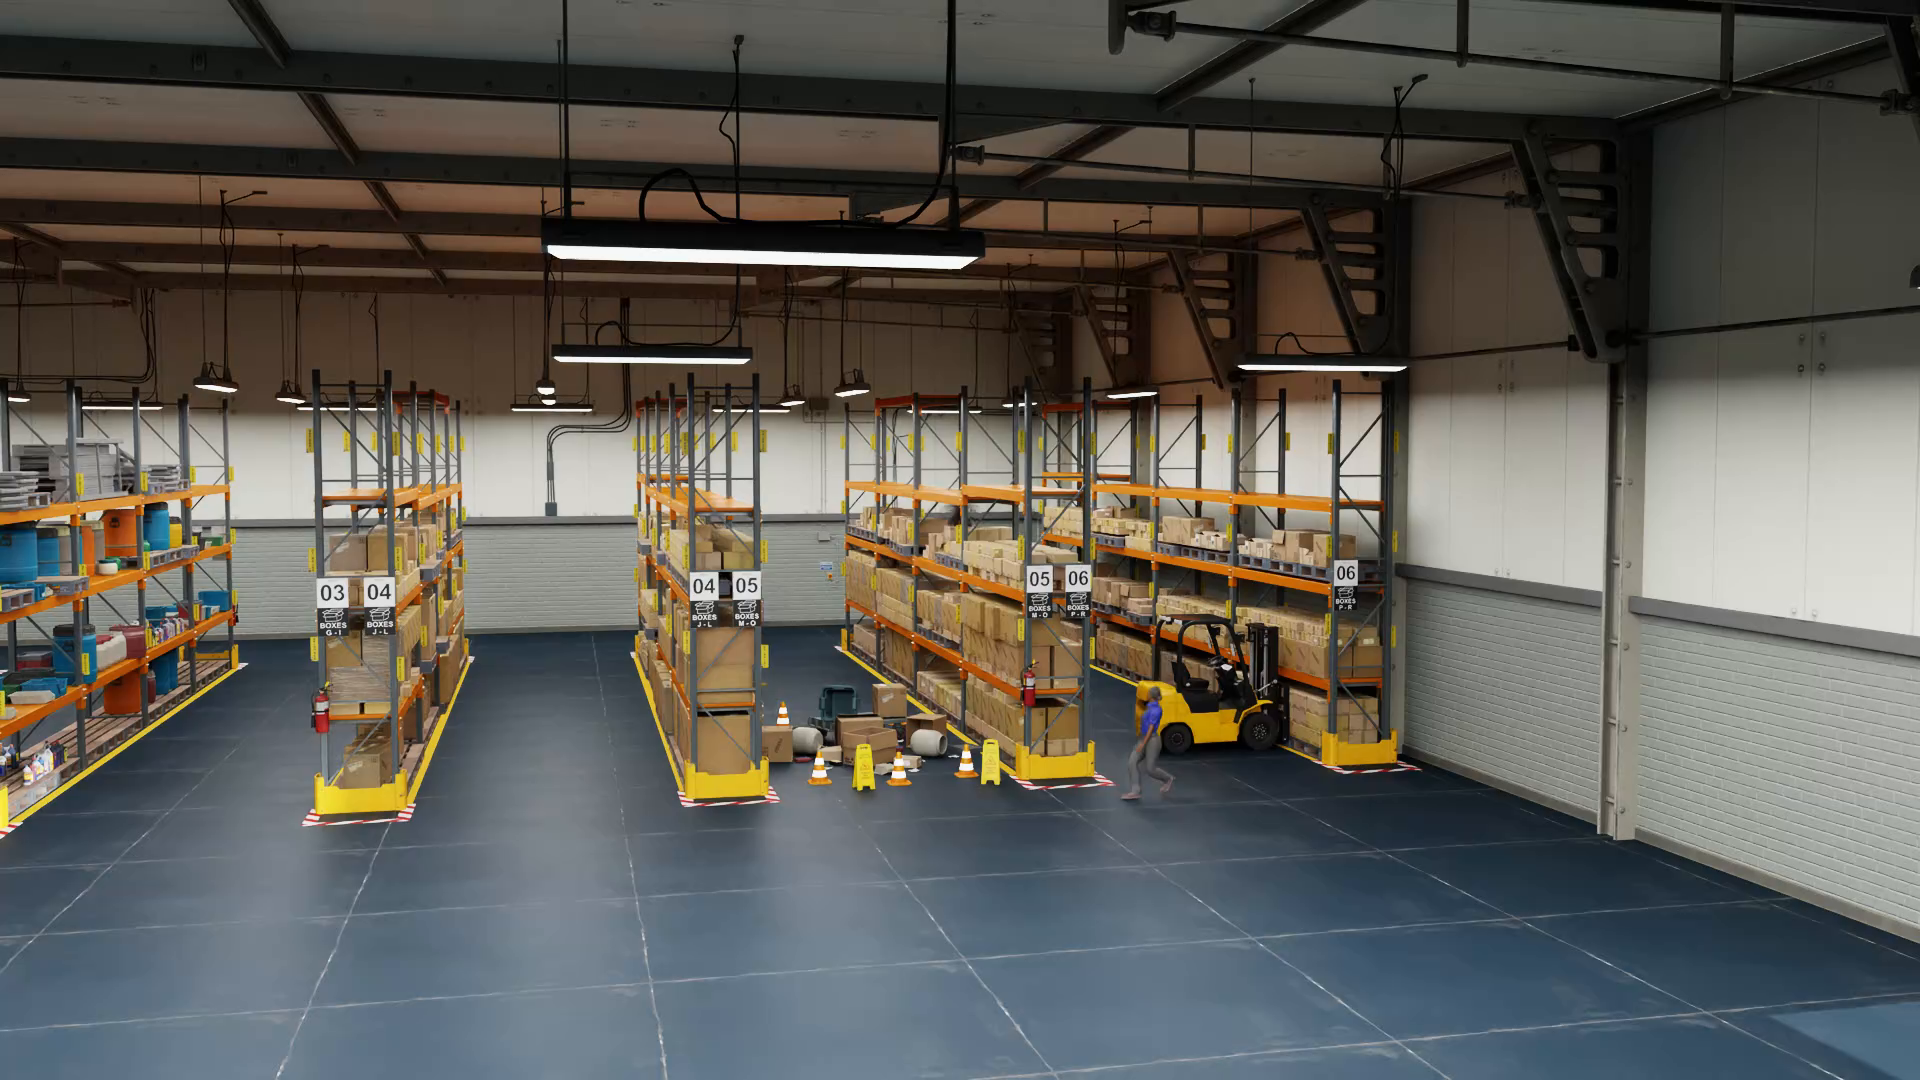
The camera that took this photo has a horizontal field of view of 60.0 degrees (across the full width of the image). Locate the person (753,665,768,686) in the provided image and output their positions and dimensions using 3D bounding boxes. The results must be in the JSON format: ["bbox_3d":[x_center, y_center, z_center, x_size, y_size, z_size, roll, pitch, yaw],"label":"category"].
[{"bbox_3d":[-4.288,2.128,34.497,0.531,1.781,0.616,-1,3,-18],"label":"person"}]

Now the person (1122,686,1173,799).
[{"bbox_3d":[2.635,2.856,23.493,0.795,1.568,0.421,-2,4,-29],"label":"person"}]
